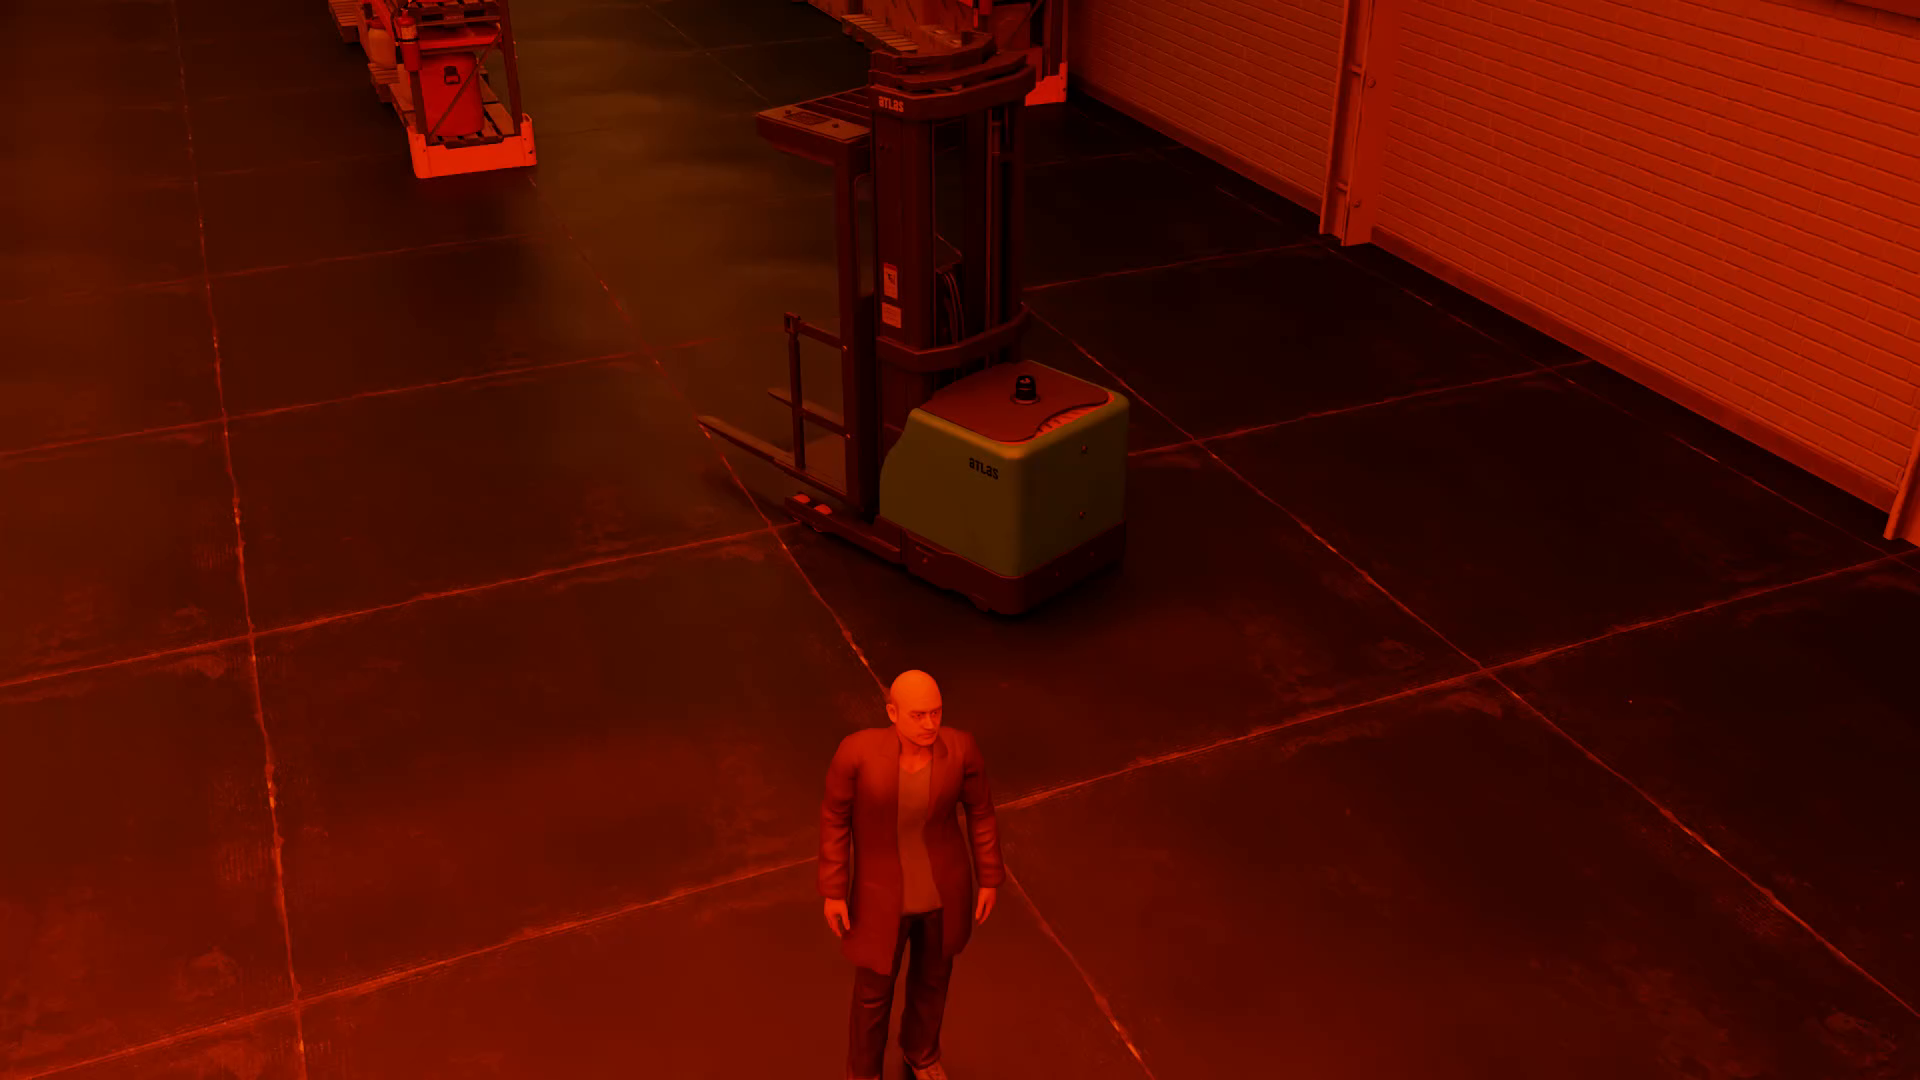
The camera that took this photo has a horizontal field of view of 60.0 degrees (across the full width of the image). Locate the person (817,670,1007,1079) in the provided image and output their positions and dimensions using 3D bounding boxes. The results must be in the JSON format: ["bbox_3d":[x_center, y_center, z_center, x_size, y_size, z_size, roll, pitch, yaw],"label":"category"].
[{"bbox_3d":[-0.157,1.315,5.968,0.694,1.775,0.582,-6,30,-11],"label":"person"}]

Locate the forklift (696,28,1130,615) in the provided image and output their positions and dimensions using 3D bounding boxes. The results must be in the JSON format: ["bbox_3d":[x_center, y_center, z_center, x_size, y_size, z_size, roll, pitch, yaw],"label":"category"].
[{"bbox_3d":[-0.436,-1.483,9.714,3.031,2.935,1.130,26,39,37],"label":"forklift"}]
